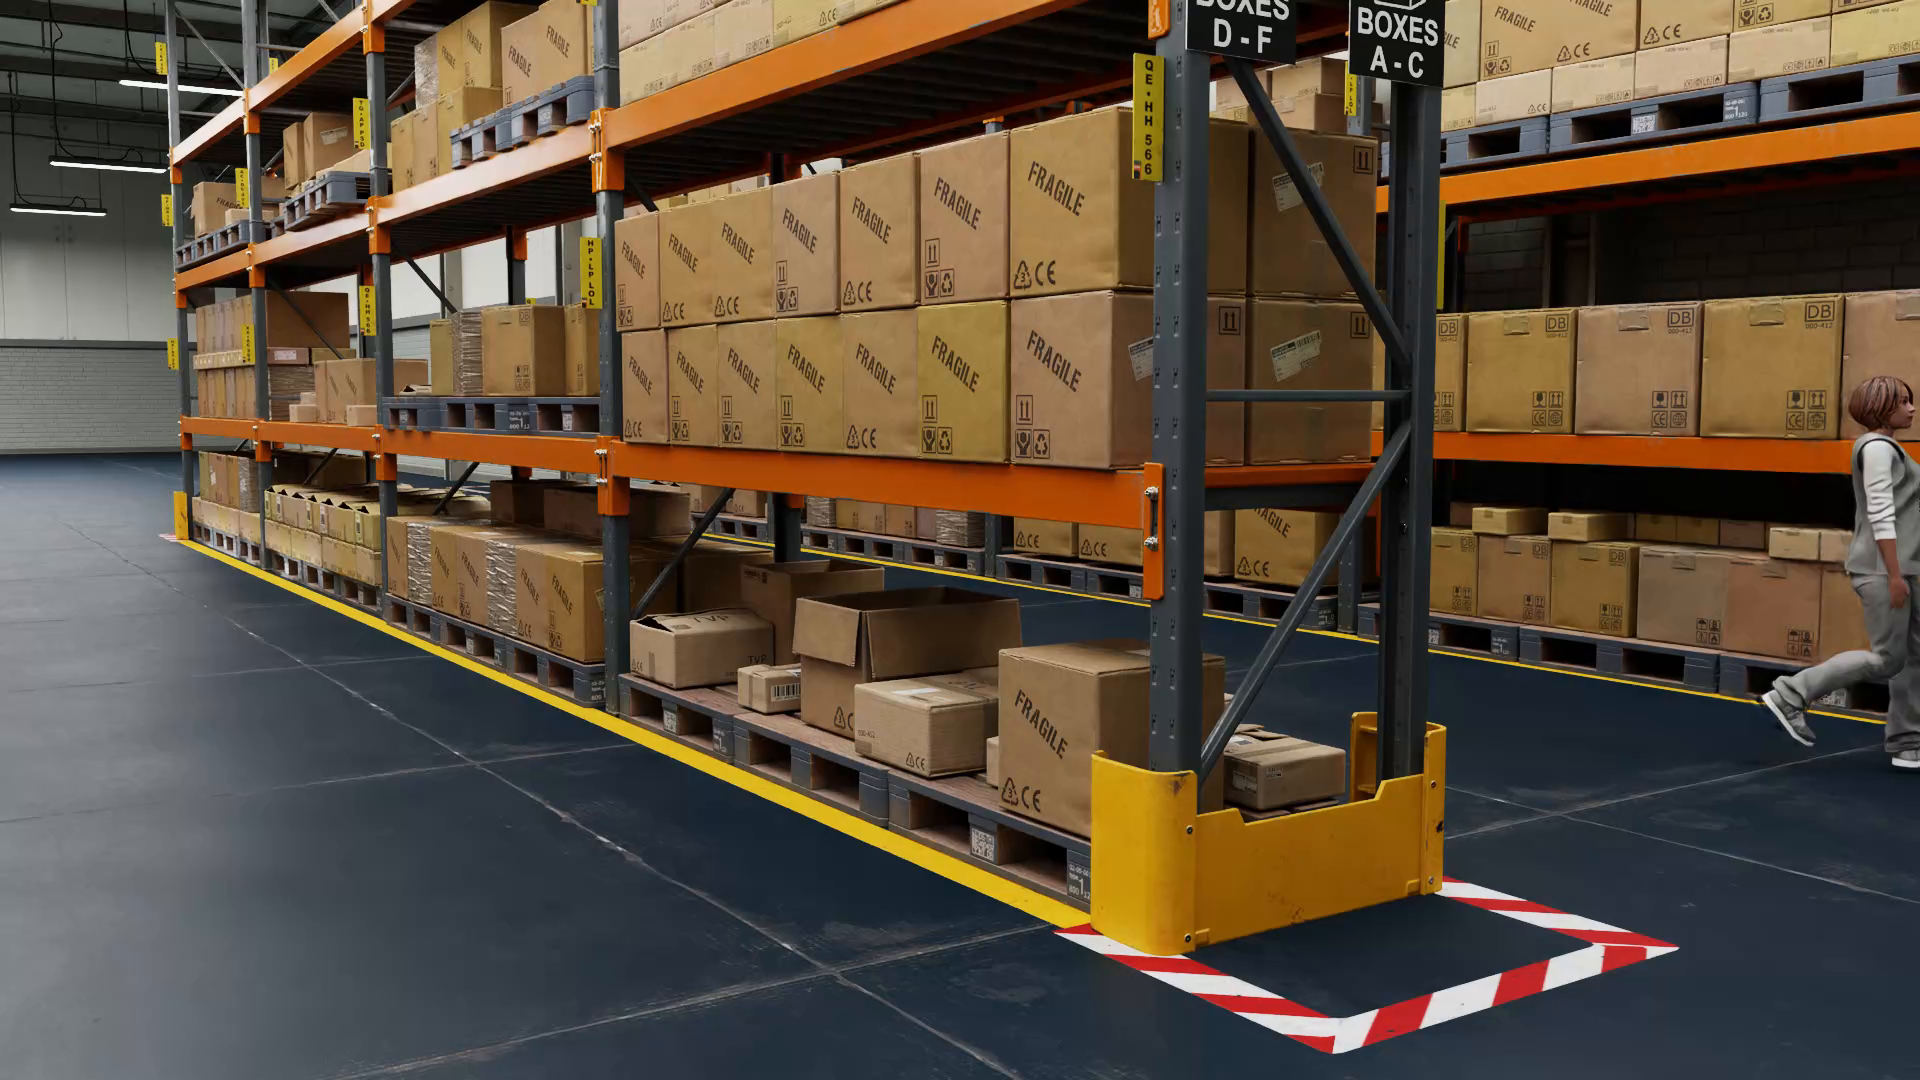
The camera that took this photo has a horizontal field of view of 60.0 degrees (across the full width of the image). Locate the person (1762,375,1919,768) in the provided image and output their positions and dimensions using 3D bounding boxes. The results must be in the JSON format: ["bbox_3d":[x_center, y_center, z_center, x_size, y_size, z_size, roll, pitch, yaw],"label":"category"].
[{"bbox_3d":[3.649,0.127,6.658,0.741,1.568,0.416,3,6,30],"label":"person"}]
